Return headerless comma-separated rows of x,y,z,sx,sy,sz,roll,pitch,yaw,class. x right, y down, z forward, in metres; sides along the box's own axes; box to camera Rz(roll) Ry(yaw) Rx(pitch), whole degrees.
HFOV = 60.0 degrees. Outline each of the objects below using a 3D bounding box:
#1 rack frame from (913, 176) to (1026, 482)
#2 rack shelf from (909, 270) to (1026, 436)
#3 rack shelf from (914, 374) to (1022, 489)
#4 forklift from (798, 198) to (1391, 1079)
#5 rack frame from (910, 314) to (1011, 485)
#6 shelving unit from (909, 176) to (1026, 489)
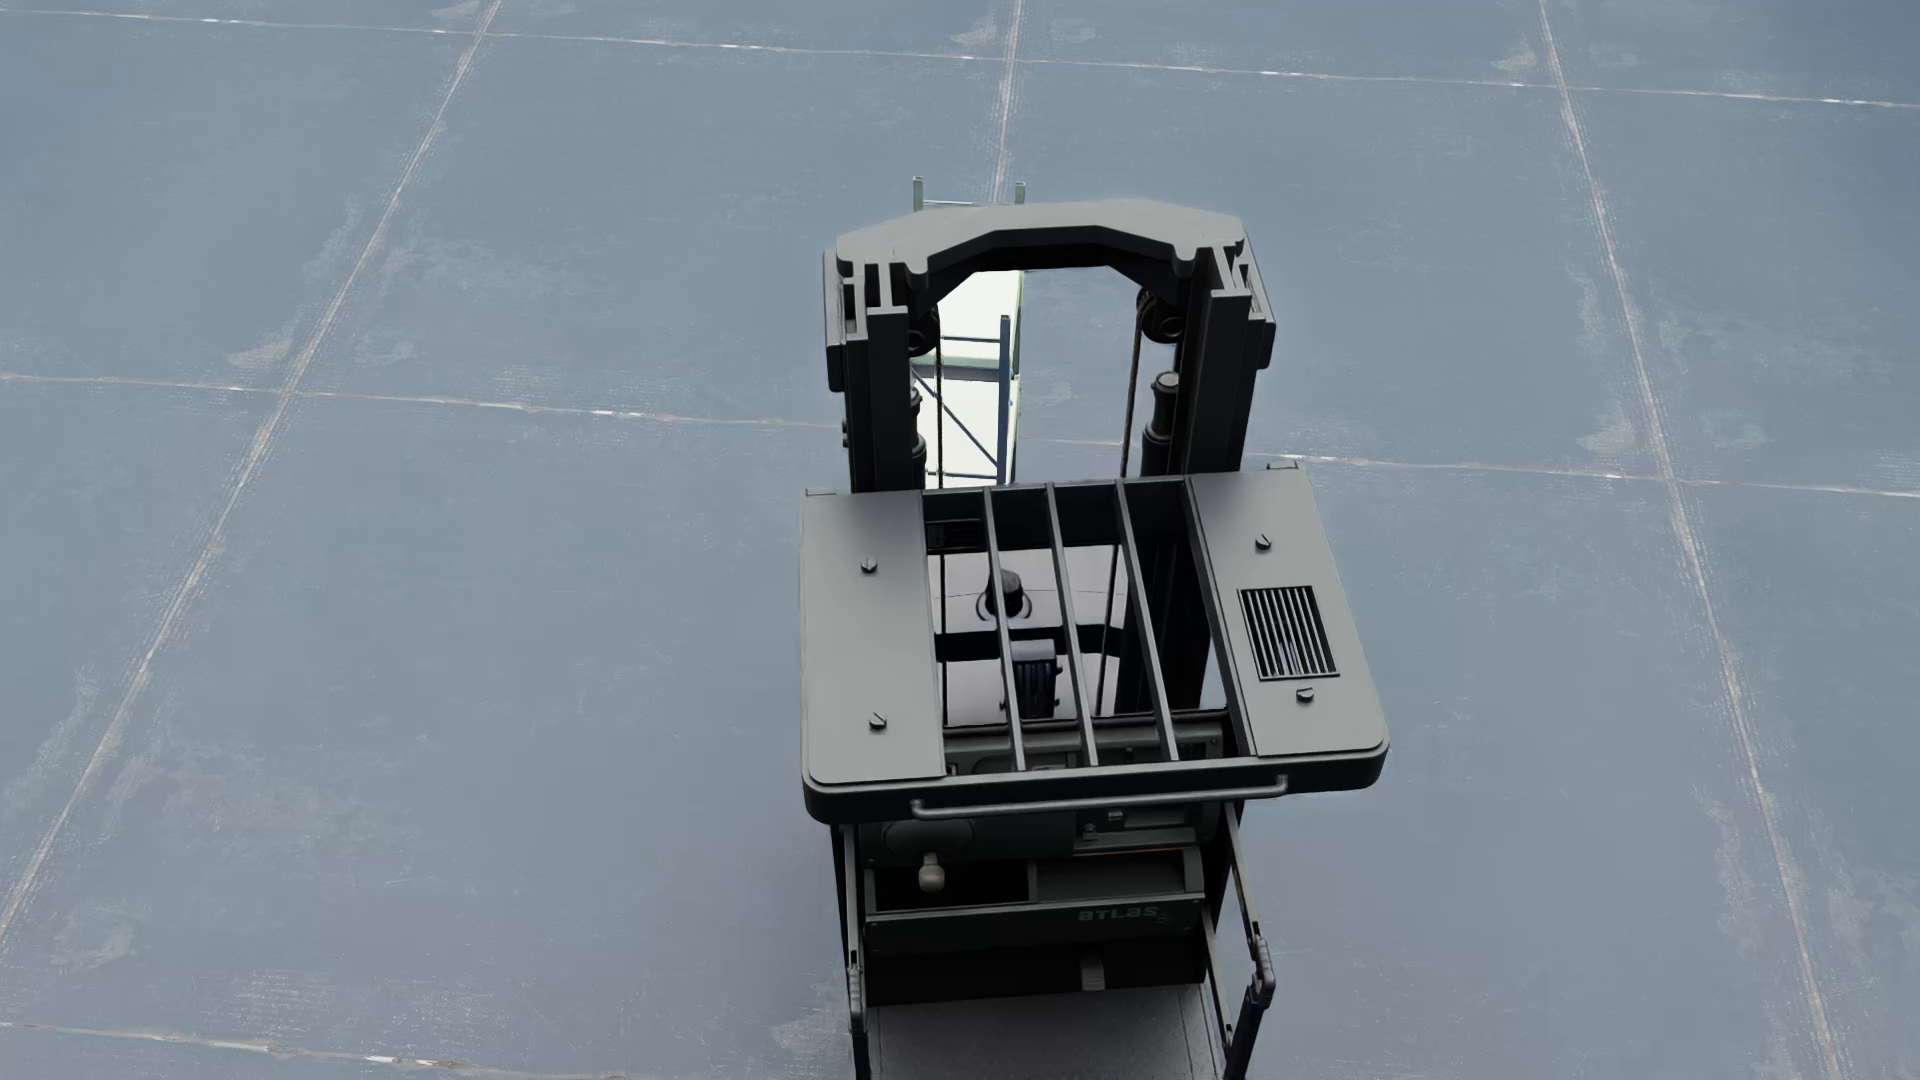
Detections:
0.033,-0.770,6.464,0.400,1.500,0.023,4,48,4,rack frame
-0.001,-0.765,5.930,0.431,0.370,0.720,4,48,4,rack shelf
-0.001,-0.281,6.459,0.431,0.370,0.720,4,48,4,rack shelf
0.222,0.778,4.078,1.130,2.935,3.031,-3,48,-3,forklift
-0.034,-0.232,5.972,0.400,1.500,0.023,4,48,4,rack frame
-0.001,-0.501,6.218,0.431,1.500,0.755,4,48,4,shelving unit
